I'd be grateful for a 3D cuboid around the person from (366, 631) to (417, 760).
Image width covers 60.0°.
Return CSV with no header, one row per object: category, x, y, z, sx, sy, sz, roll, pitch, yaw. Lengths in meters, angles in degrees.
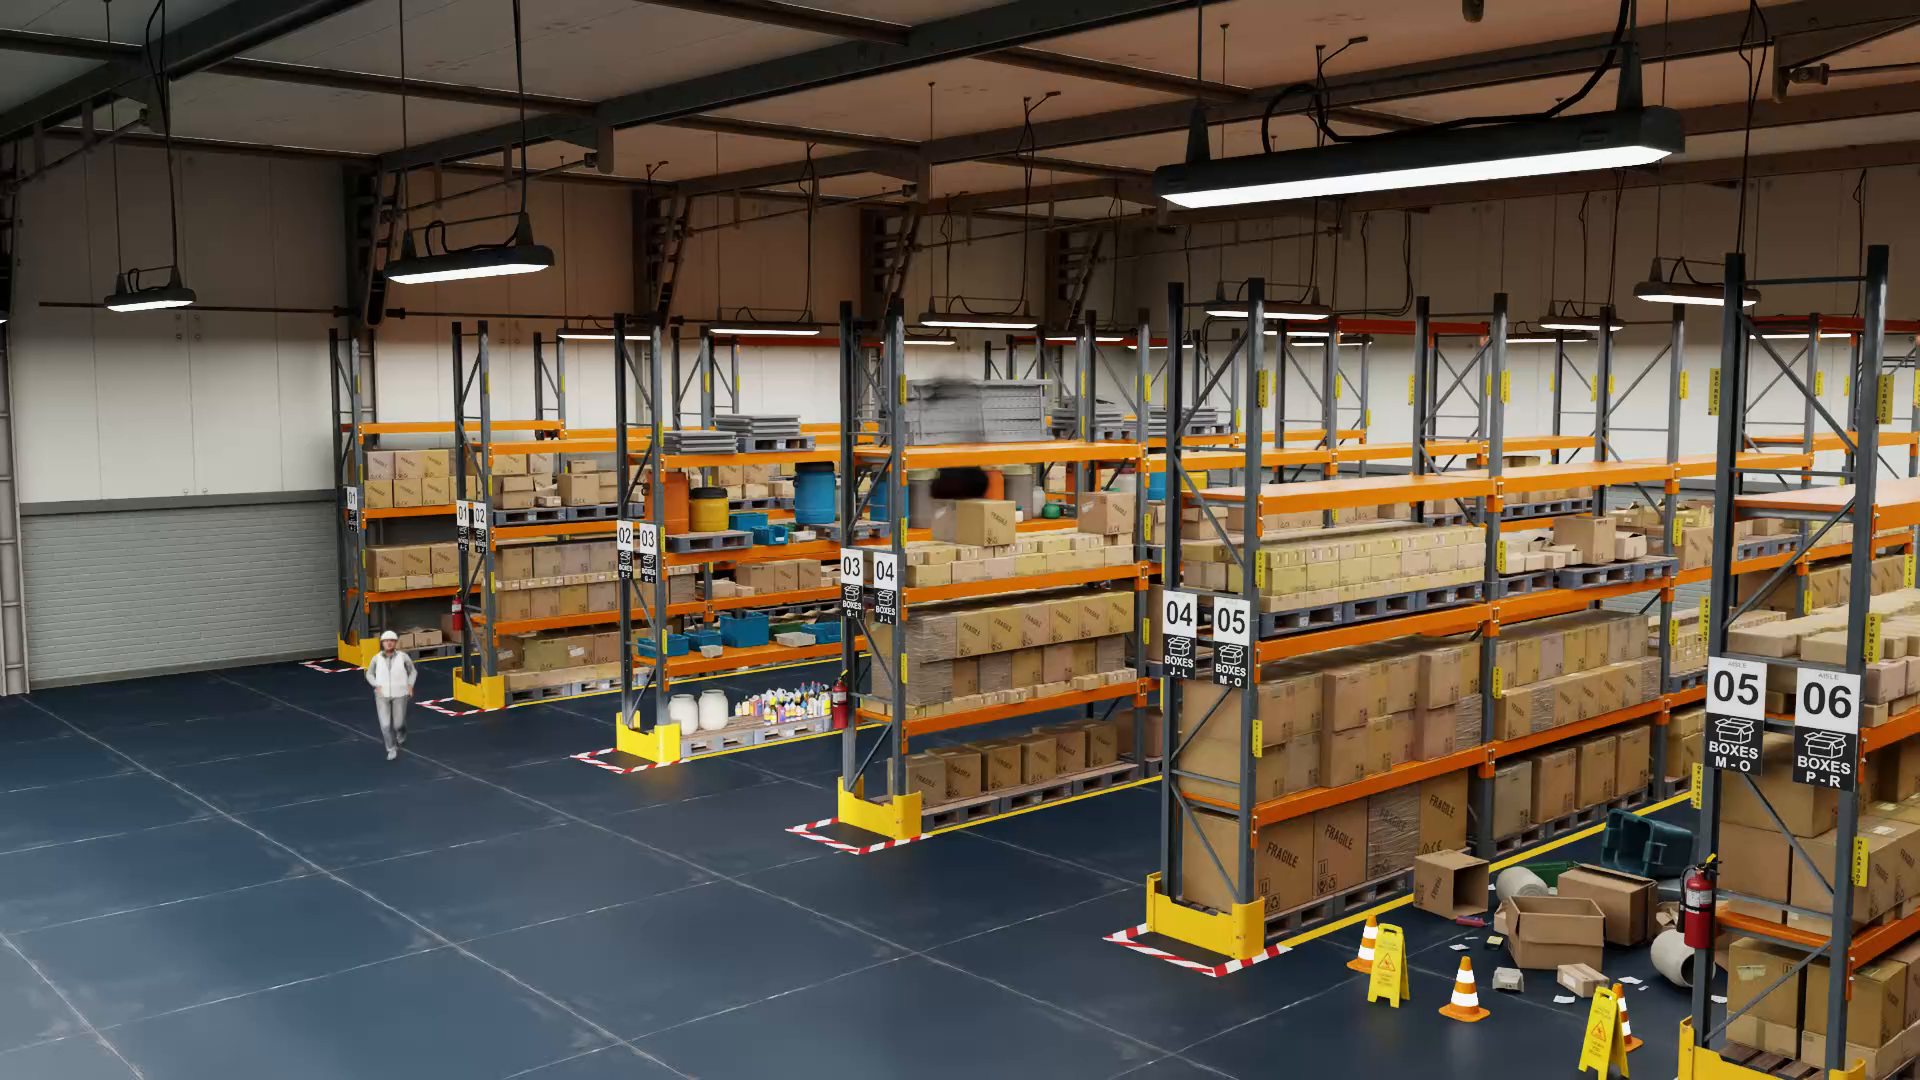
person,-7.703,2.090,22.537,0.661,1.731,0.585,-2,6,-15
